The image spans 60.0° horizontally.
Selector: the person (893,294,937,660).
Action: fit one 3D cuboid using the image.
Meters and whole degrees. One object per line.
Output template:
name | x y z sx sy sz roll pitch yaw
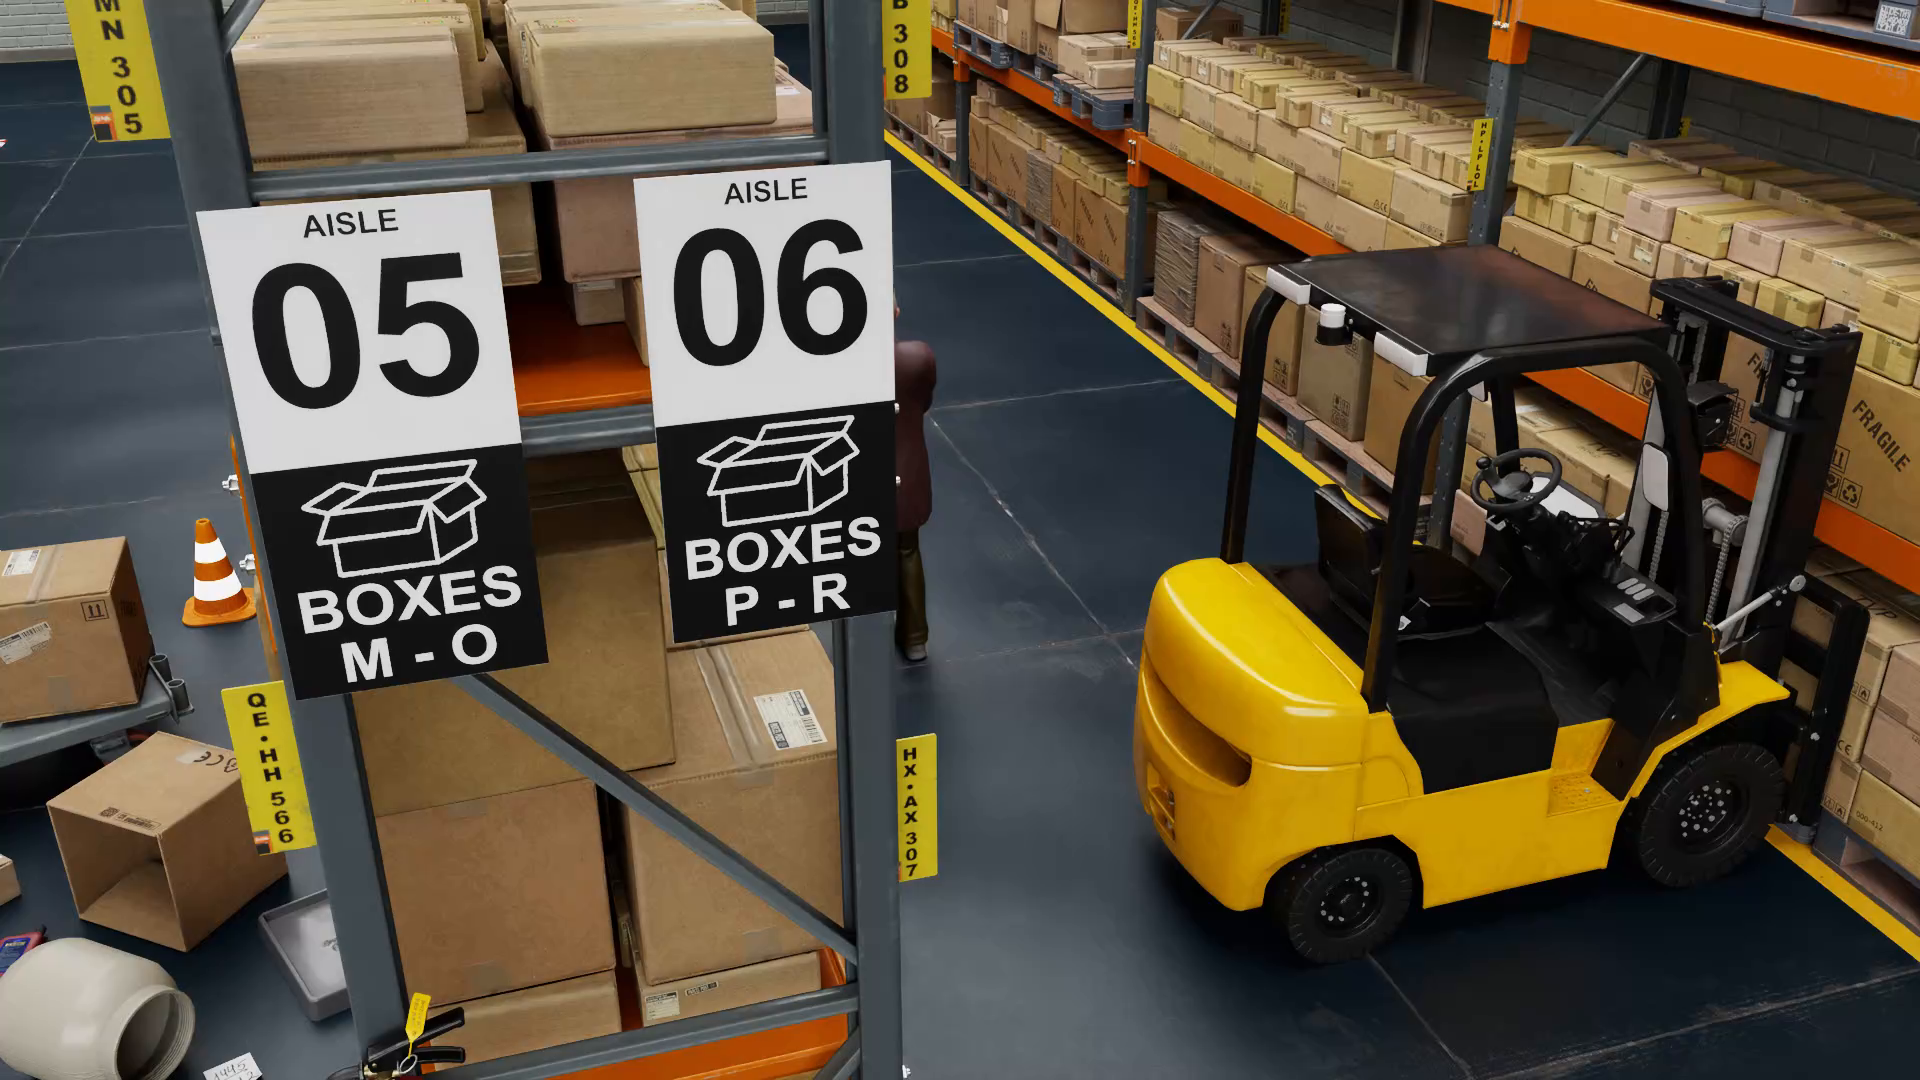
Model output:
person | -0.394 -0.321 7.294 0.530 1.769 0.563 -10 28 -19
